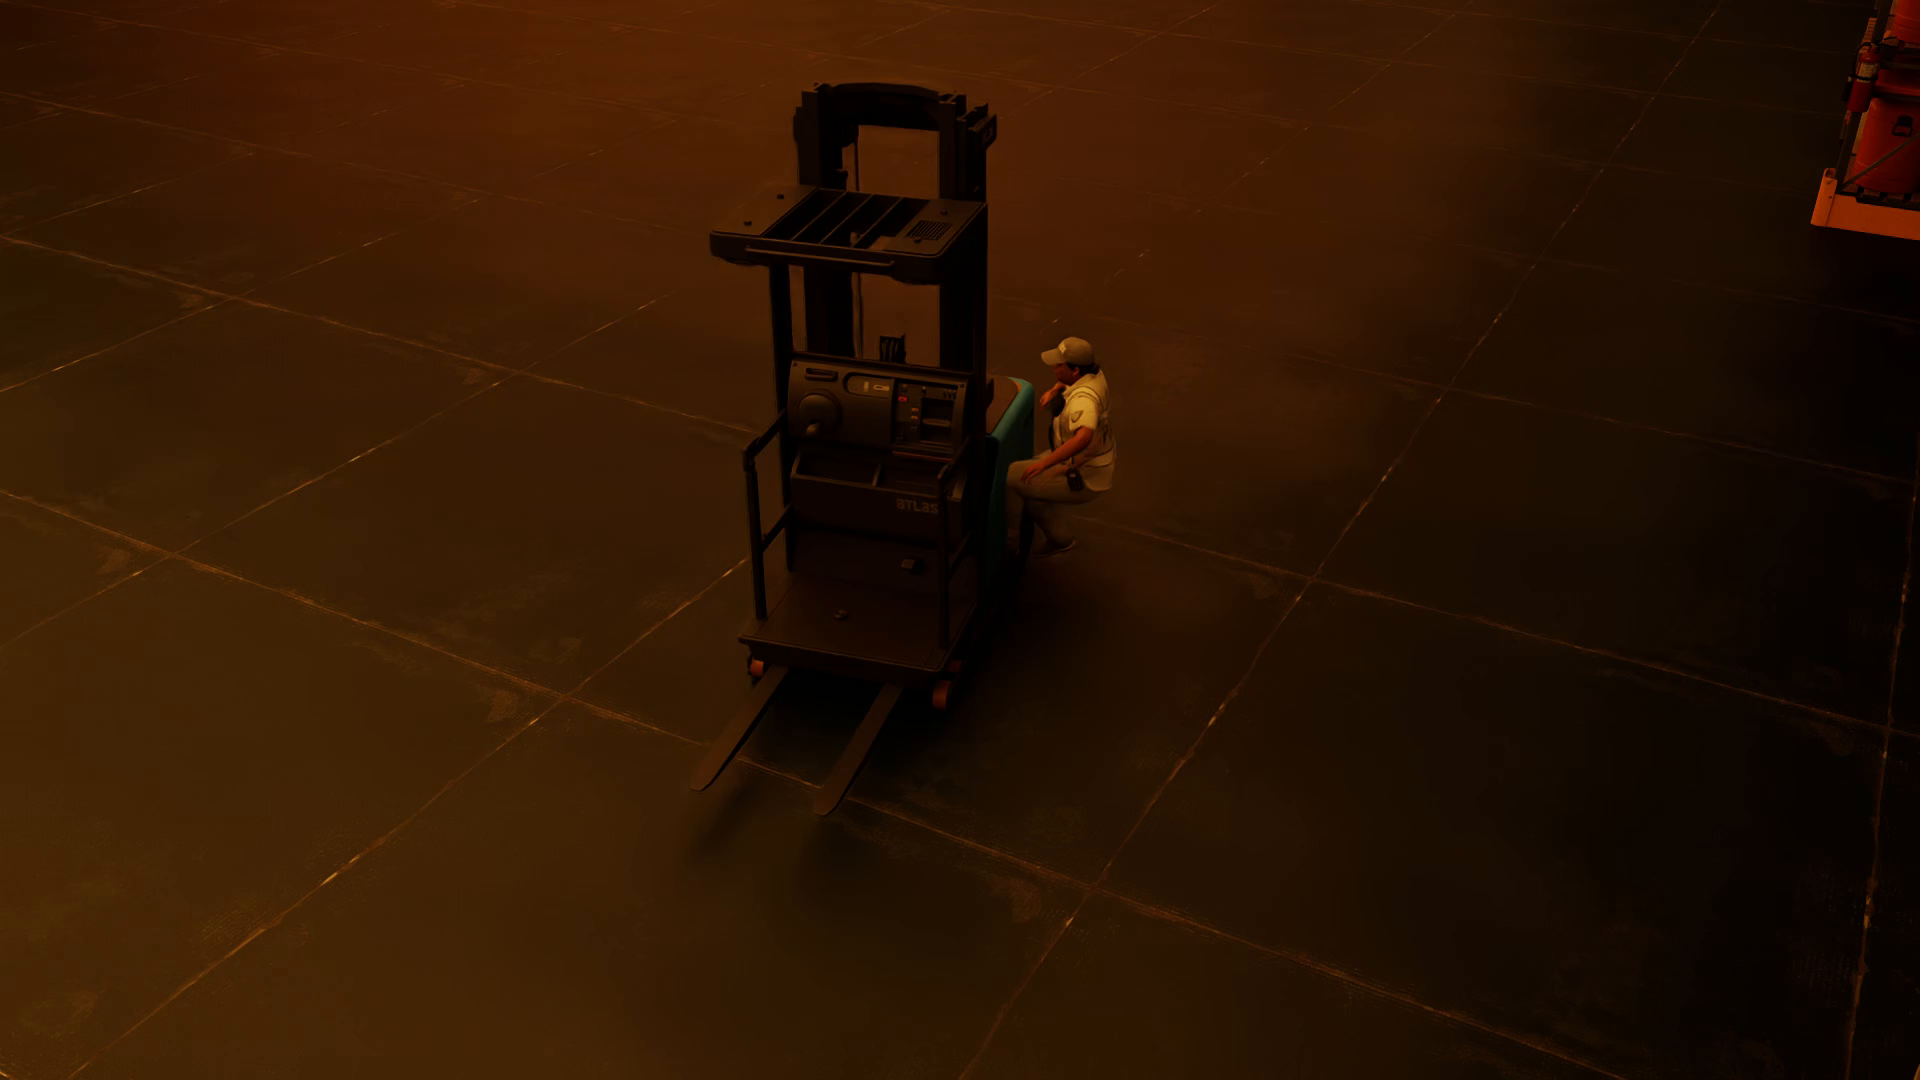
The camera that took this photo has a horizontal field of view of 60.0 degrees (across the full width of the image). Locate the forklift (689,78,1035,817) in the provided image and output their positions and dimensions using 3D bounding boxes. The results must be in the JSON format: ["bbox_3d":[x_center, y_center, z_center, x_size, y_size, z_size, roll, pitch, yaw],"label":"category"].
[{"bbox_3d":[-0.477,-0.617,8.140,1.130,2.935,3.031,9,31,15],"label":"forklift"}]

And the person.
[{"bbox_3d":[0.457,-0.448,9.196,0.800,1.442,0.998,5,30,8],"label":"person"}]
